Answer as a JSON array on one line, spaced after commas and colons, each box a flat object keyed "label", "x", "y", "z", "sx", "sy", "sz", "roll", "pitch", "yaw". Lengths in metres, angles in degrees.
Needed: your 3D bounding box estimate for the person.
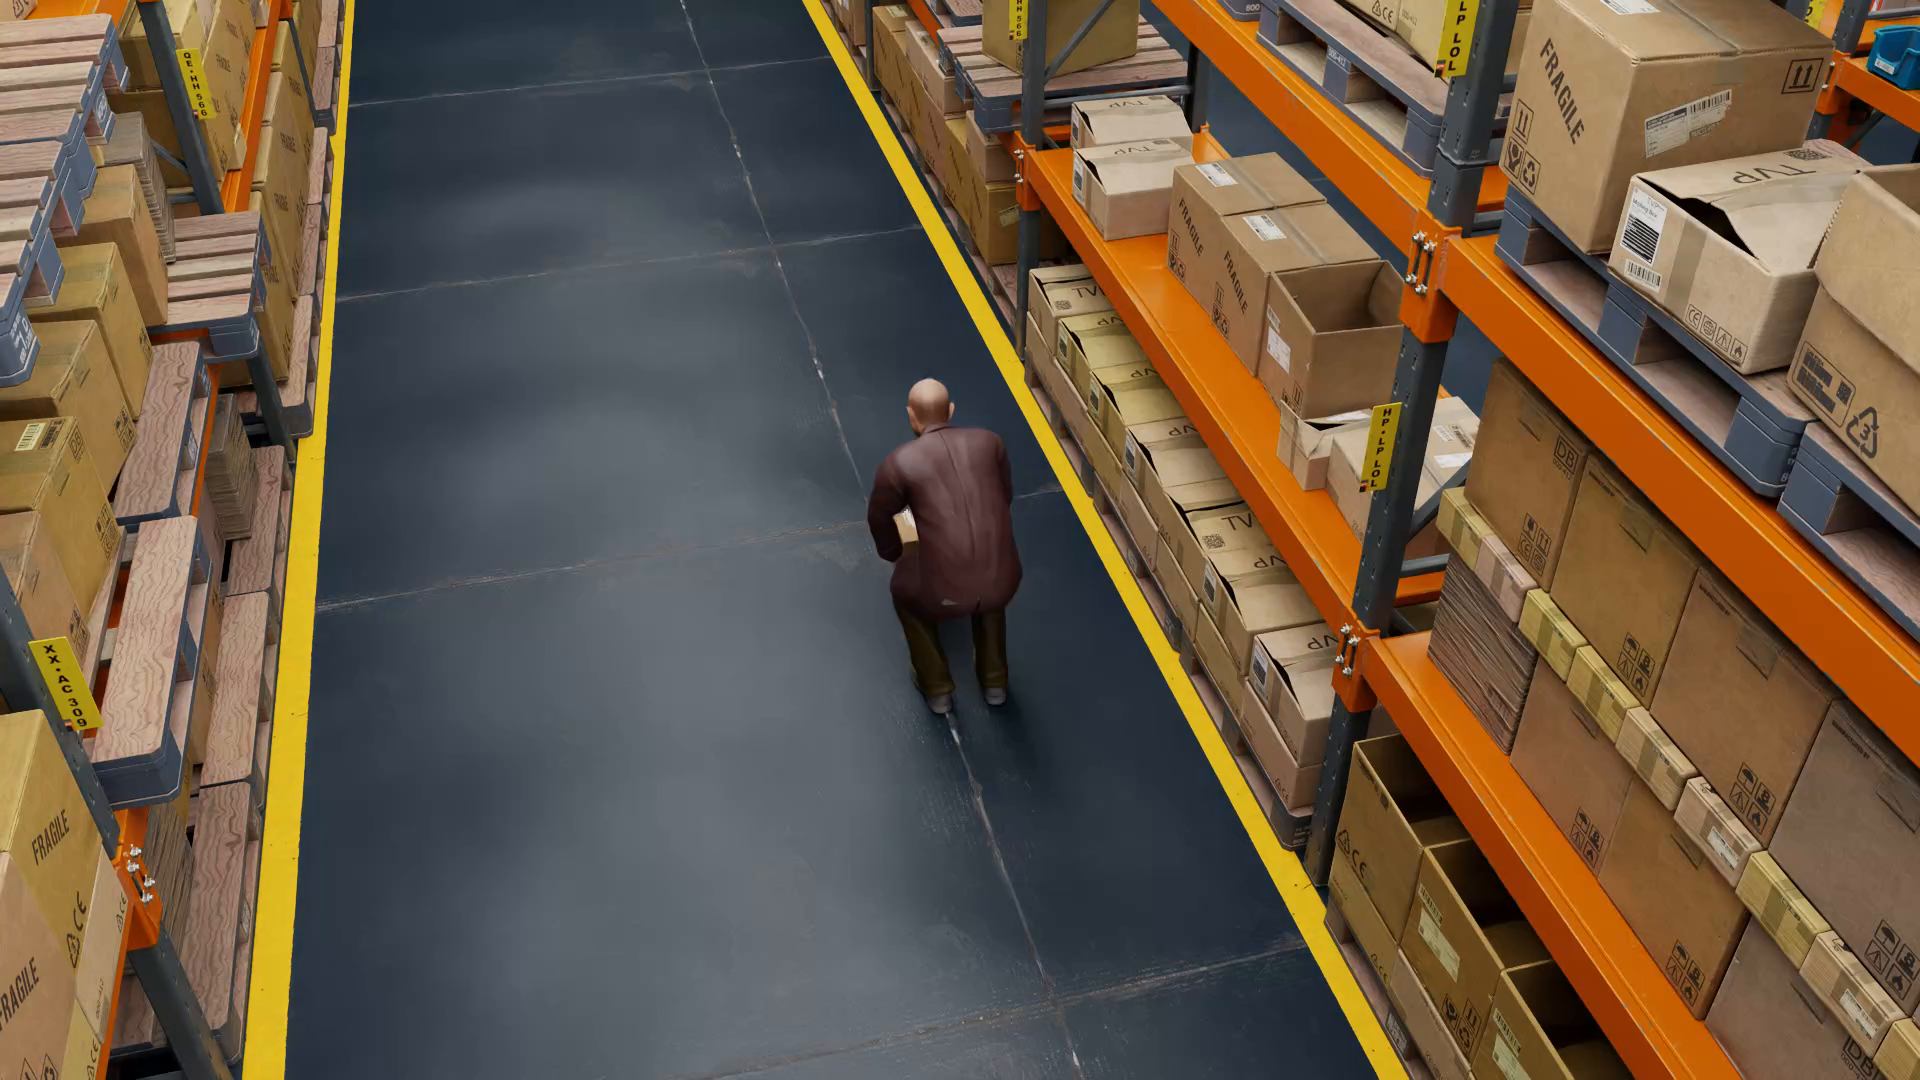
[{"label": "person", "x": -0.050, "y": 0.070, "z": 6.964, "sx": 0.633, "sy": 1.382, "sz": 0.734, "roll": -9, "pitch": 39, "yaw": -12}]
